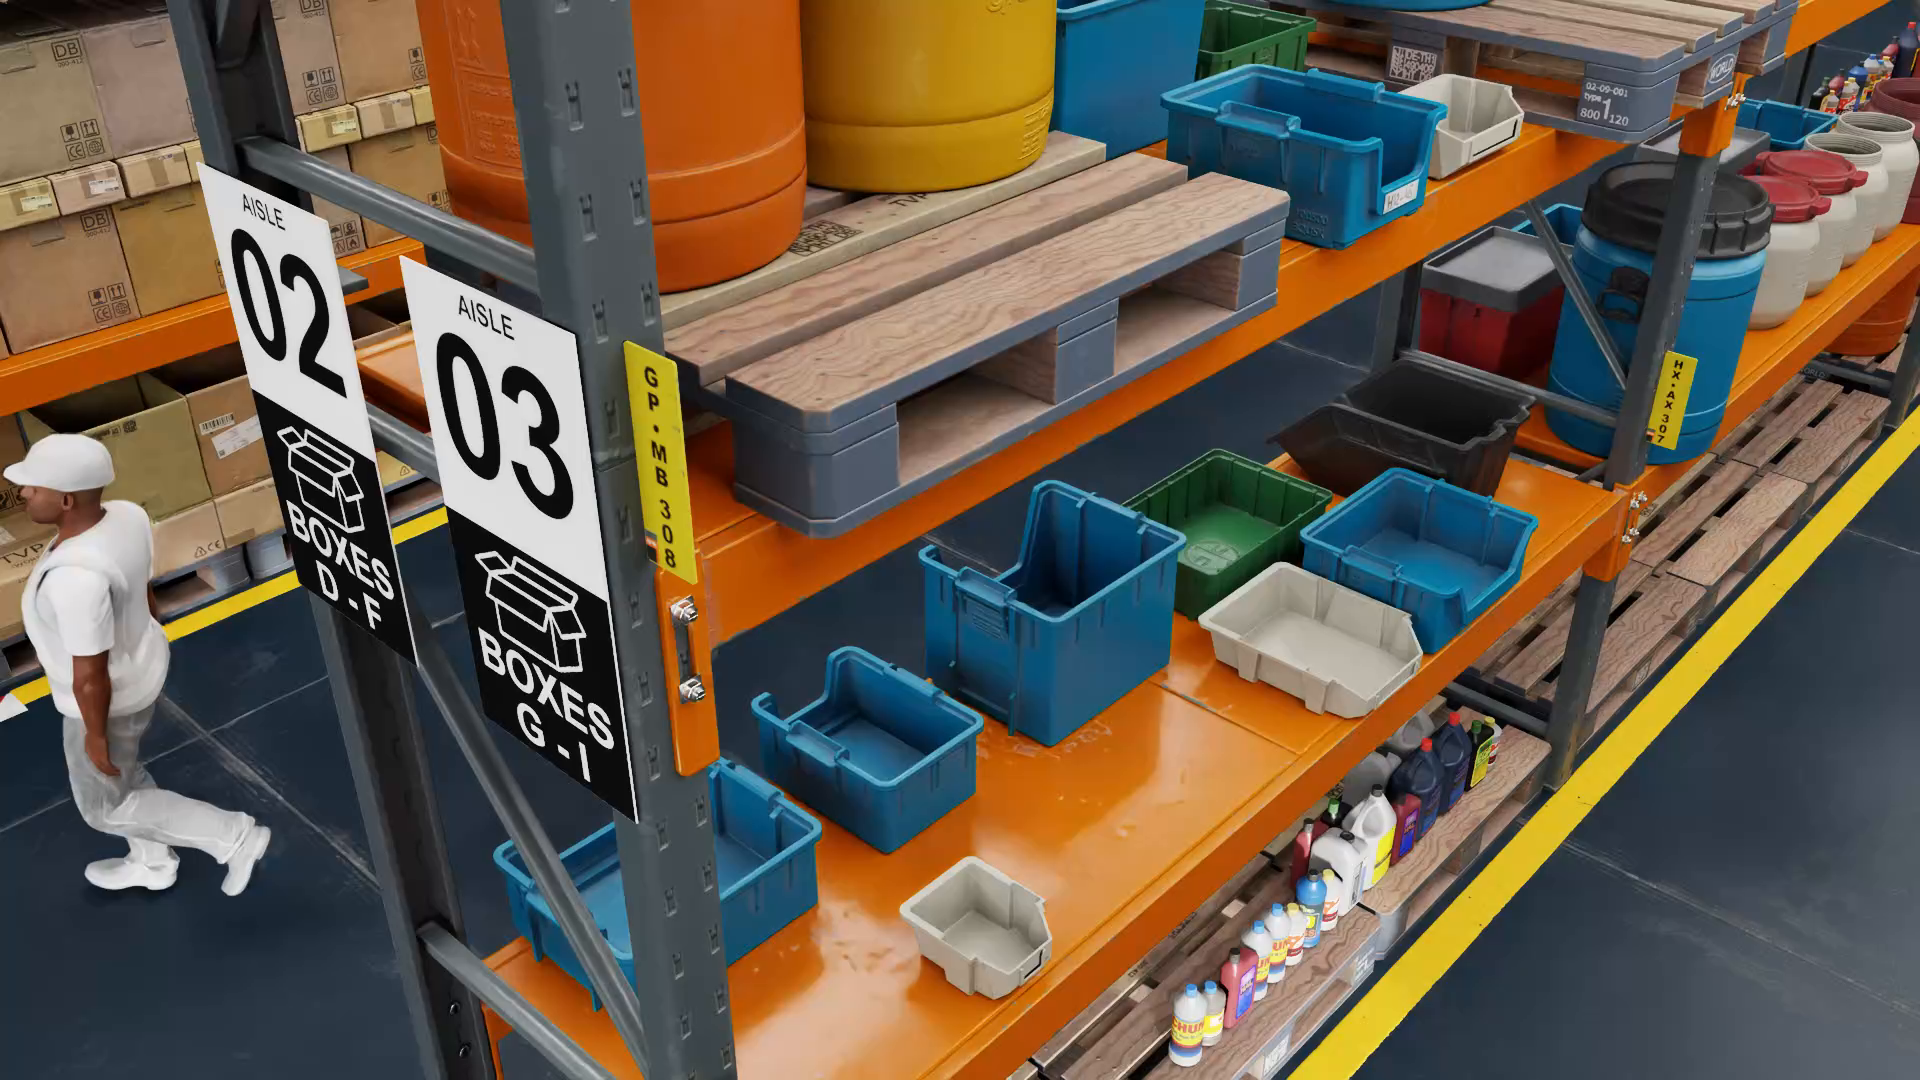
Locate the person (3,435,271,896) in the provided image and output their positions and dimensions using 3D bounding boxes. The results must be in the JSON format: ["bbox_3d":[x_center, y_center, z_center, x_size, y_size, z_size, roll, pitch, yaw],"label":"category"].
[{"bbox_3d":[-2.676,0.460,5.325,0.706,1.747,0.588,-5,31,-8],"label":"person"}]
